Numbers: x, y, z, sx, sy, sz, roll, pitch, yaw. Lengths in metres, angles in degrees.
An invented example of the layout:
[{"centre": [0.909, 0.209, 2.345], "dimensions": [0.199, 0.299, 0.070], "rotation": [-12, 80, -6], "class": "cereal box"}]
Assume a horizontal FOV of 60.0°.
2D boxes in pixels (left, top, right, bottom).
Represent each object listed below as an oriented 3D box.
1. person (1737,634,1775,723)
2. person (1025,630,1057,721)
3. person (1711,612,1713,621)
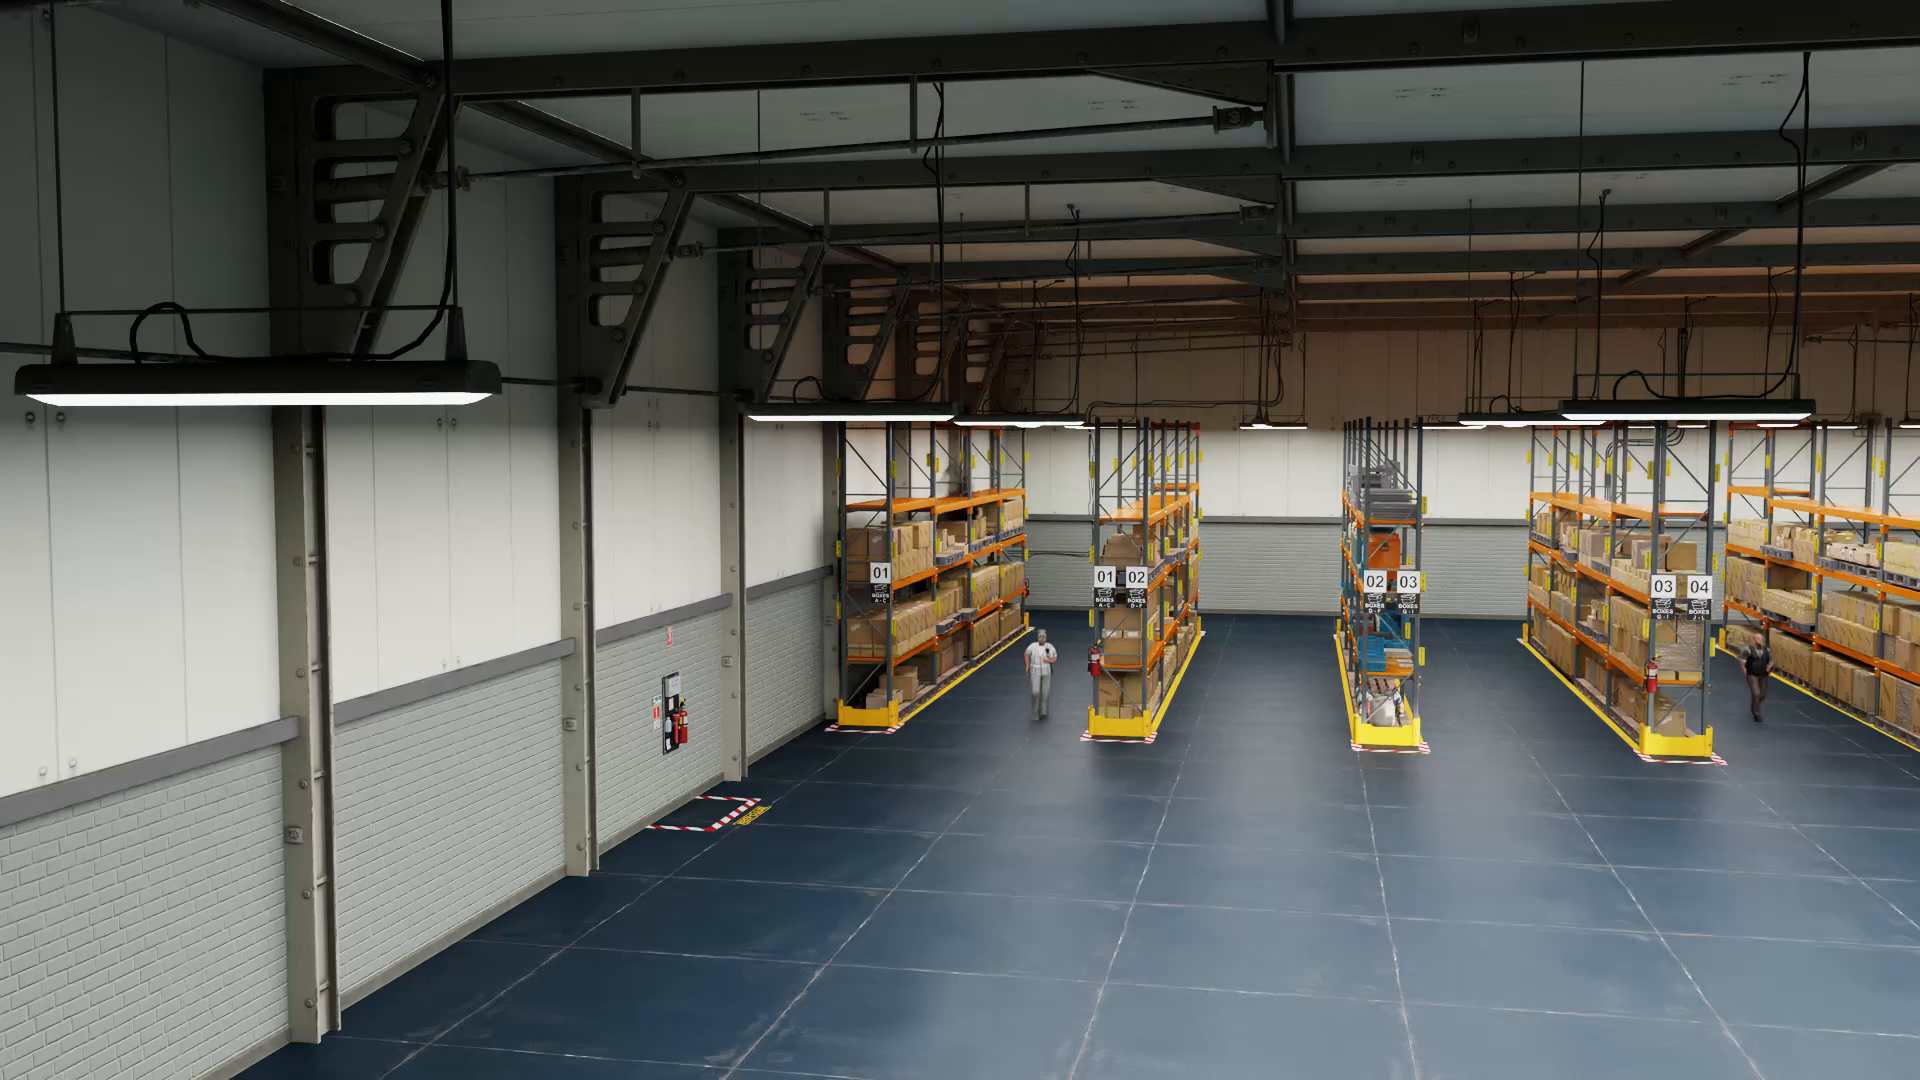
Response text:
[{"centre": [15.834, 2.718, 33.071], "dimensions": [0.671, 1.727, 0.822], "rotation": [0, 4, 5], "class": "person"}, {"centre": [1.616, 2.700, 33.138], "dimensions": [0.631, 1.845, 0.754], "rotation": [0, 4, 0], "class": "person"}, {"centre": [18.533, 2.222, 41.617], "dimensions": [0.591, 1.614, 0.554], "rotation": [1, 4, 14], "class": "person"}]
